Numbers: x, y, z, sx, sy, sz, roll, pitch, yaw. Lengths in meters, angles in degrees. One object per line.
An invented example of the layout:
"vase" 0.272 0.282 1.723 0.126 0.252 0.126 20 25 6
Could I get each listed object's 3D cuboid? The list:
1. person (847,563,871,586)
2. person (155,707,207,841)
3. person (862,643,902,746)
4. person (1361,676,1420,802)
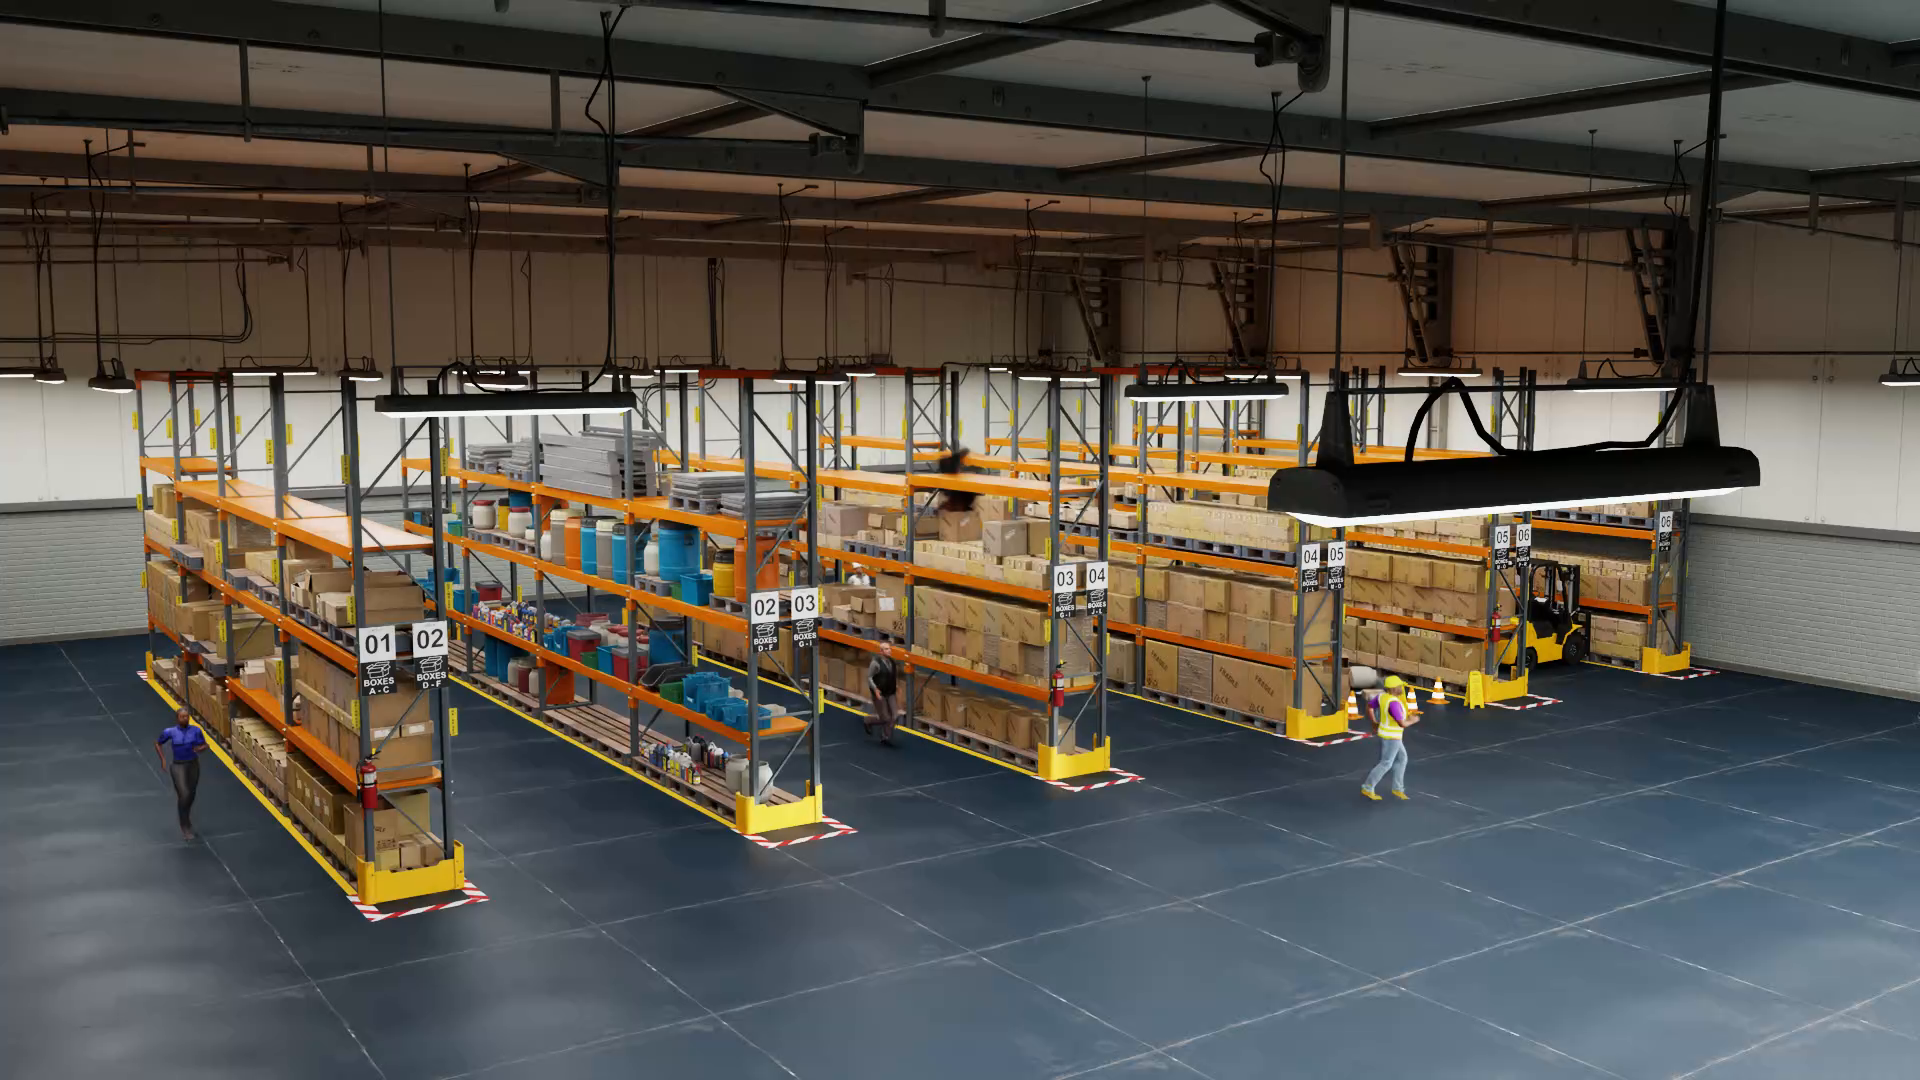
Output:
"person" -2.172 1.339 36.541 0.662 1.735 0.618 -4 7 -29
"person" -10.193 3.054 21.857 0.761 1.704 0.547 6 9 43
"person" -1.272 2.477 26.889 0.647 1.675 0.637 -6 9 -41
"person" 6.044 2.818 23.376 0.799 1.840 0.700 0 6 2
